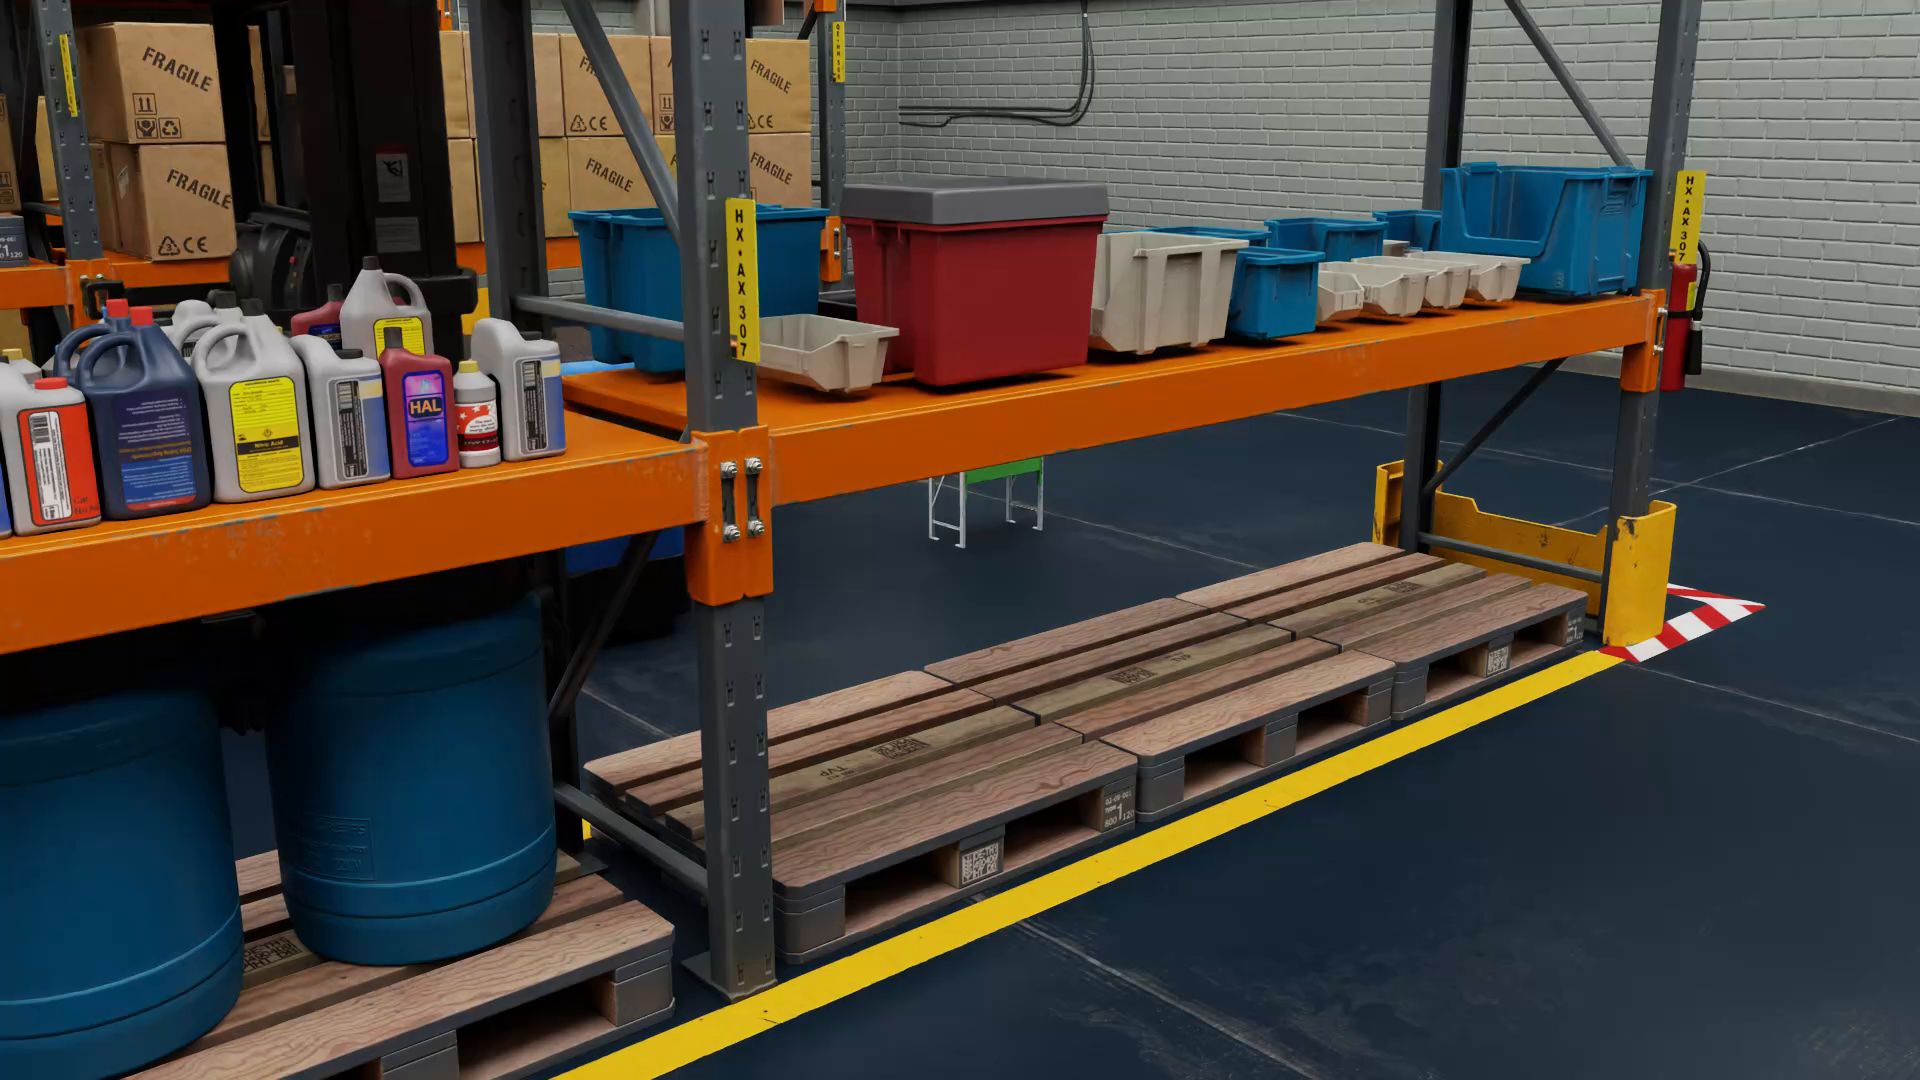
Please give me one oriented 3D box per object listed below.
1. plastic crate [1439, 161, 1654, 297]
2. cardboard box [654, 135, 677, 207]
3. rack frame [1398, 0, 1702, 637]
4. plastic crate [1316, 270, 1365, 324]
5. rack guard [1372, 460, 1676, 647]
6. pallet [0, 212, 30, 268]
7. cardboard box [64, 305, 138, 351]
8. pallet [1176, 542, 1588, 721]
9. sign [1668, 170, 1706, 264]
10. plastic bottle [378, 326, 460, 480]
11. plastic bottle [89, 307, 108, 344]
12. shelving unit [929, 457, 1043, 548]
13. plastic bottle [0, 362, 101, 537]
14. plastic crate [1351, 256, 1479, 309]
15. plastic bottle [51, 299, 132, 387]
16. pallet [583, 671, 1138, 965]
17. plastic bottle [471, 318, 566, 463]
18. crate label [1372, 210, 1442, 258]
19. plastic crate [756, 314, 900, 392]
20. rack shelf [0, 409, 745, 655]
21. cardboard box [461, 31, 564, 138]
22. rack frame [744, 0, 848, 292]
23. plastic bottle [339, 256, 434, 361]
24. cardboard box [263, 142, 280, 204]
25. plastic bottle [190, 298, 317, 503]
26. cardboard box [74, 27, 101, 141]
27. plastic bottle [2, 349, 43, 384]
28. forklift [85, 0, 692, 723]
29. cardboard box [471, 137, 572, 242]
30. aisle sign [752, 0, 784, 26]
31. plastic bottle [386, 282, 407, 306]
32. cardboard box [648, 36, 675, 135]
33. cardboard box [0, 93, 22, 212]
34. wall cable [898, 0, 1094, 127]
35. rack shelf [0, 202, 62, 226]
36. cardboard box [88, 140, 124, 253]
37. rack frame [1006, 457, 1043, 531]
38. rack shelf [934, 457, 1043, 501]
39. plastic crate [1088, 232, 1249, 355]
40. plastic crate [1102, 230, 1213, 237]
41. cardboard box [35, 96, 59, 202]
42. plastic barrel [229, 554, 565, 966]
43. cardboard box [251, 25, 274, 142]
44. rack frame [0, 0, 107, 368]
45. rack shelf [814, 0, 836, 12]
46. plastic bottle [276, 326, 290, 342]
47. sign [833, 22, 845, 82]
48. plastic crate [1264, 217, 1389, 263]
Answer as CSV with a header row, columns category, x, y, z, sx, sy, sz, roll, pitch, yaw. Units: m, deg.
category,x,y,z,sx,sy,sz,roll,pitch,yaw
plastic crate,2.088,-1.129,5.980,0.499,0.435,0.616,-13,19,-39
cardboard box,-1.579,-1.972,9.126,0.500,0.500,0.500,-12,19,-39
rack frame,2.218,-1.176,6.341,0.127,3.000,1.000,-13,19,-39
plastic crate,1.089,-0.752,5.149,0.250,0.136,0.298,-13,19,-39
rack guard,2.228,0.025,6.688,0.348,0.500,1.175,-13,19,-39
pallet,-4.722,-1.257,7.014,1.213,0.211,1.003,-13,19,-39
cardboard box,-6.290,-1.614,12.009,0.500,0.500,0.700,-13,20,-40
pallet,1.571,0.303,6.206,1.213,0.211,1.003,-13,19,-39
sign,2.592,-1.151,5.929,0.005,0.325,0.100,-13,19,-39
plastic bottle,-1.029,-0.264,3.154,0.133,0.283,0.061,-13,19,-39
plastic bottle,-1.780,-0.356,3.519,0.097,0.271,0.097,0,15,0
shelving unit,0.125,-0.608,7.700,0.503,1.200,0.258,-13,19,-39
plastic bottle,-1.540,-0.162,2.783,0.135,0.276,0.152,-13,19,-39
plastic crate,1.494,-0.858,5.545,0.243,0.136,0.396,-13,19,-39
plastic bottle,-1.512,-0.252,2.977,0.185,0.351,0.144,-13,19,-39
pallet,-0.270,0.717,4.658,1.213,0.211,1.003,-13,19,-39
plastic bottle,-0.884,-0.309,3.334,0.135,0.276,0.152,-13,19,-39
crate label,1.816,-1.147,6.438,0.303,0.233,0.416,-13,19,-39
plastic crate,-0.354,-0.451,4.021,0.243,0.136,0.396,-13,19,-39
rack shelf,-2.308,0.188,2.628,4.000,0.370,1.077,-13,19,-39
cardboard box,-2.342,-2.282,8.350,0.500,0.500,0.500,-12,19,-38
rack frame,-1.030,-2.141,9.953,0.127,3.000,1.000,-13,19,-39
plastic bottle,-1.308,-0.471,3.798,0.185,0.351,0.144,-13,19,-39
cardboard box,-3.100,-1.632,7.855,0.500,0.500,0.500,-12,19,-38
plastic bottle,-1.278,-0.255,2.989,0.185,0.351,0.144,-13,19,-39
cardboard box,-3.836,-2.131,7.784,0.500,0.500,0.500,-13,19,-39
plastic bottle,-1.927,-0.289,3.405,0.097,0.201,0.097,0,15,0
forklift,-2.540,-0.954,5.643,3.031,2.935,1.130,-10,18,-34
cardboard box,-2.339,-1.803,8.495,0.500,0.500,0.500,-13,20,-40
aisle sign,-1.172,-3.466,9.875,0.004,0.787,0.394,-13,19,-39
plastic bottle,-1.356,-0.463,3.897,0.133,0.283,0.061,-13,19,-39
cardboard box,-1.566,-2.458,9.008,0.500,0.500,0.500,-12,19,-38
cardboard box,-4.552,-1.678,7.212,0.700,0.500,0.500,8,17,28
wall cable,0.216,-5.392,16.514,0.112,2.526,3.097,-13,19,-39
rack shelf,-5.794,-2.419,12.386,4.000,0.370,1.077,-13,19,-39
cardboard box,-3.839,-1.646,7.908,0.500,0.500,0.500,-12,19,-38
rack frame,0.309,-0.649,7.855,0.015,1.200,0.240,-13,19,-39
rack shelf,0.125,-0.314,7.779,0.480,0.148,0.258,-13,19,-39
plastic crate,0.474,-0.693,4.646,0.530,0.282,0.437,-13,19,-39
plastic crate,0.596,-0.873,5.413,0.300,0.233,0.416,-13,19,-39
cardboard box,-6.328,-2.783,11.777,0.700,0.700,0.980,-13,20,-41
plastic barrel,-1.221,0.401,3.688,0.708,0.901,0.600,-13,19,-39
cardboard box,-3.119,-2.107,7.696,0.500,0.500,0.500,-13,20,-41
rack frame,-4.048,-1.464,7.417,0.127,3.000,1.000,-13,19,-39
rack shelf,-2.539,-2.904,8.391,4.000,0.370,1.077,-13,19,-39
plastic bottle,-1.532,-0.378,3.737,0.097,0.201,0.097,0,15,0
sign,-0.681,-2.742,9.346,0.005,0.325,0.100,-13,19,-39
plastic crate,1.319,-1.035,6.021,0.300,0.233,0.416,-13,19,-39
